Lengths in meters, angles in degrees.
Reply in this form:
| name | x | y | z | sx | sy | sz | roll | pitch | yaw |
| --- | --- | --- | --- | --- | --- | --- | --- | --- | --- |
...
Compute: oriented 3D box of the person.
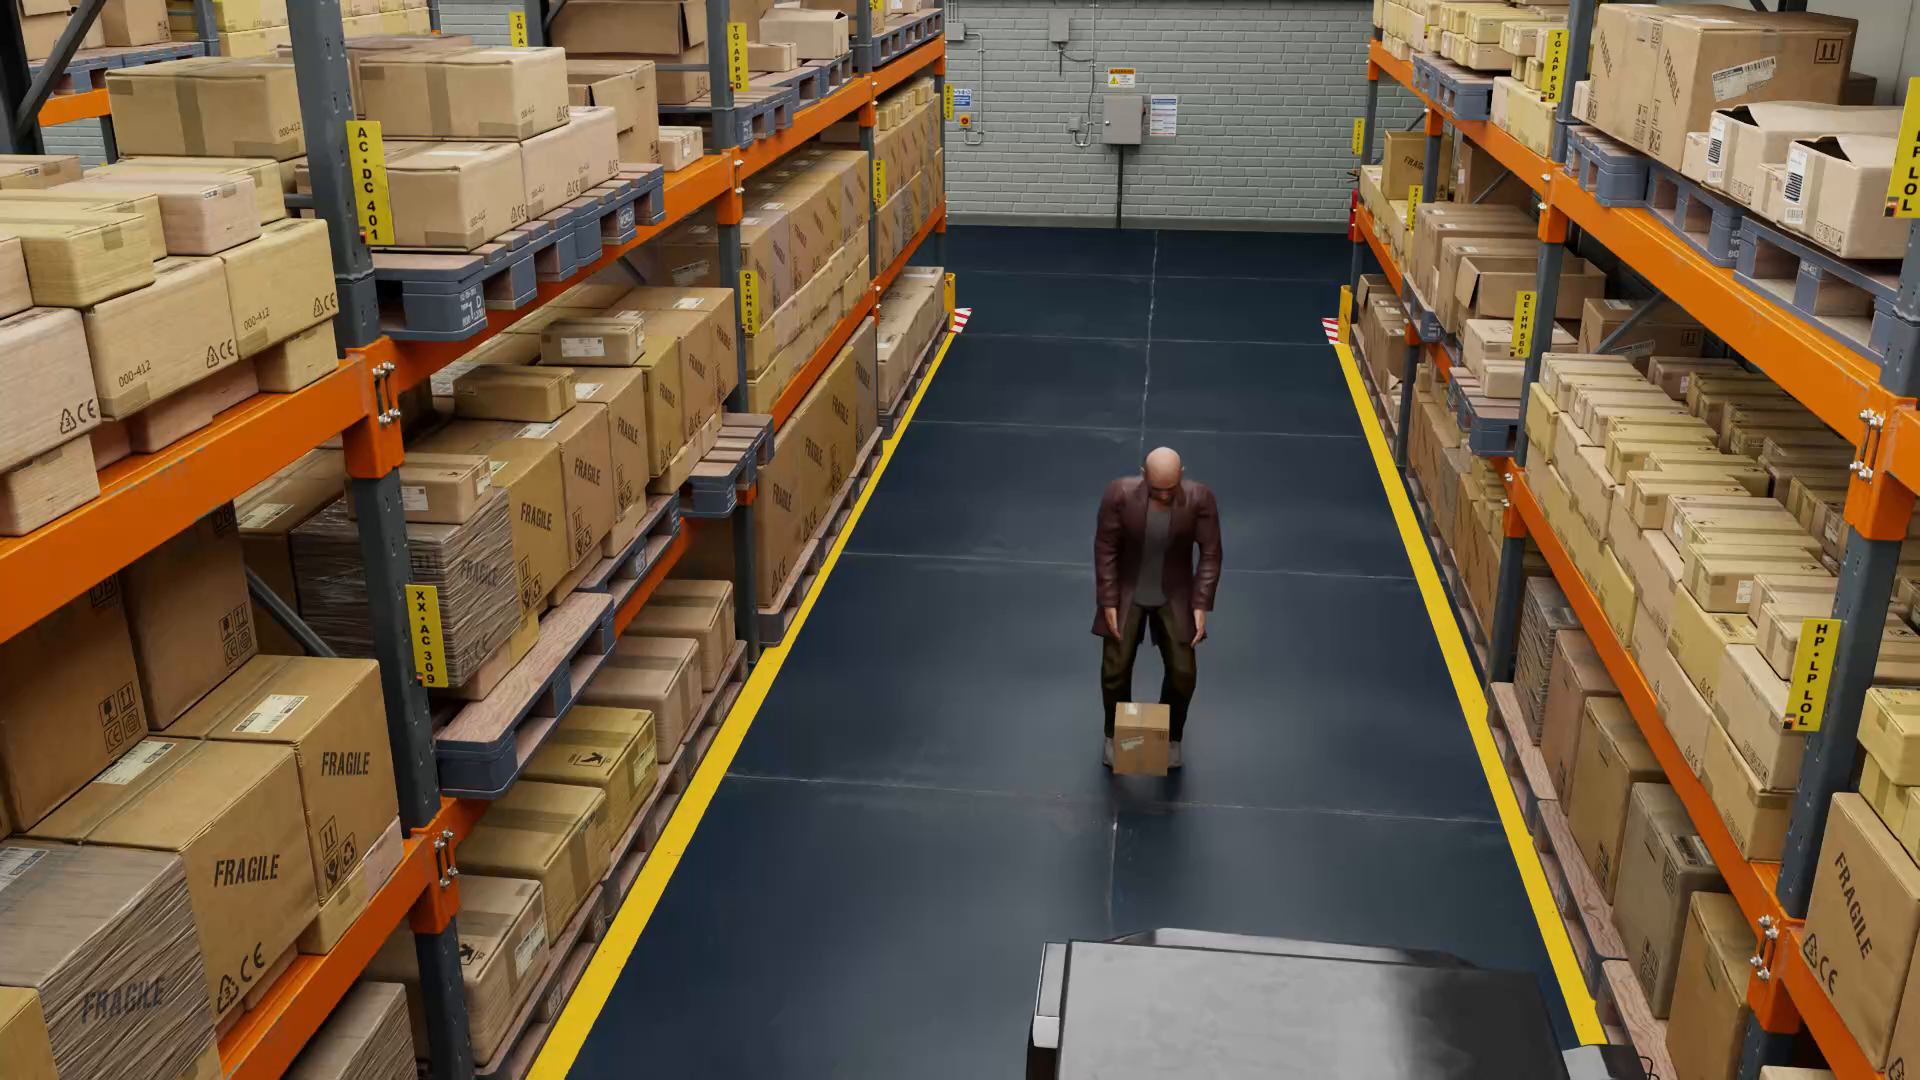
| name | x | y | z | sx | sy | sz | roll | pitch | yaw |
| --- | --- | --- | --- | --- | --- | --- | --- | --- | --- |
| person | 0.943 | 0.296 | 8.016 | 0.611 | 1.654 | 0.515 | 3 | 21 | 7 |
